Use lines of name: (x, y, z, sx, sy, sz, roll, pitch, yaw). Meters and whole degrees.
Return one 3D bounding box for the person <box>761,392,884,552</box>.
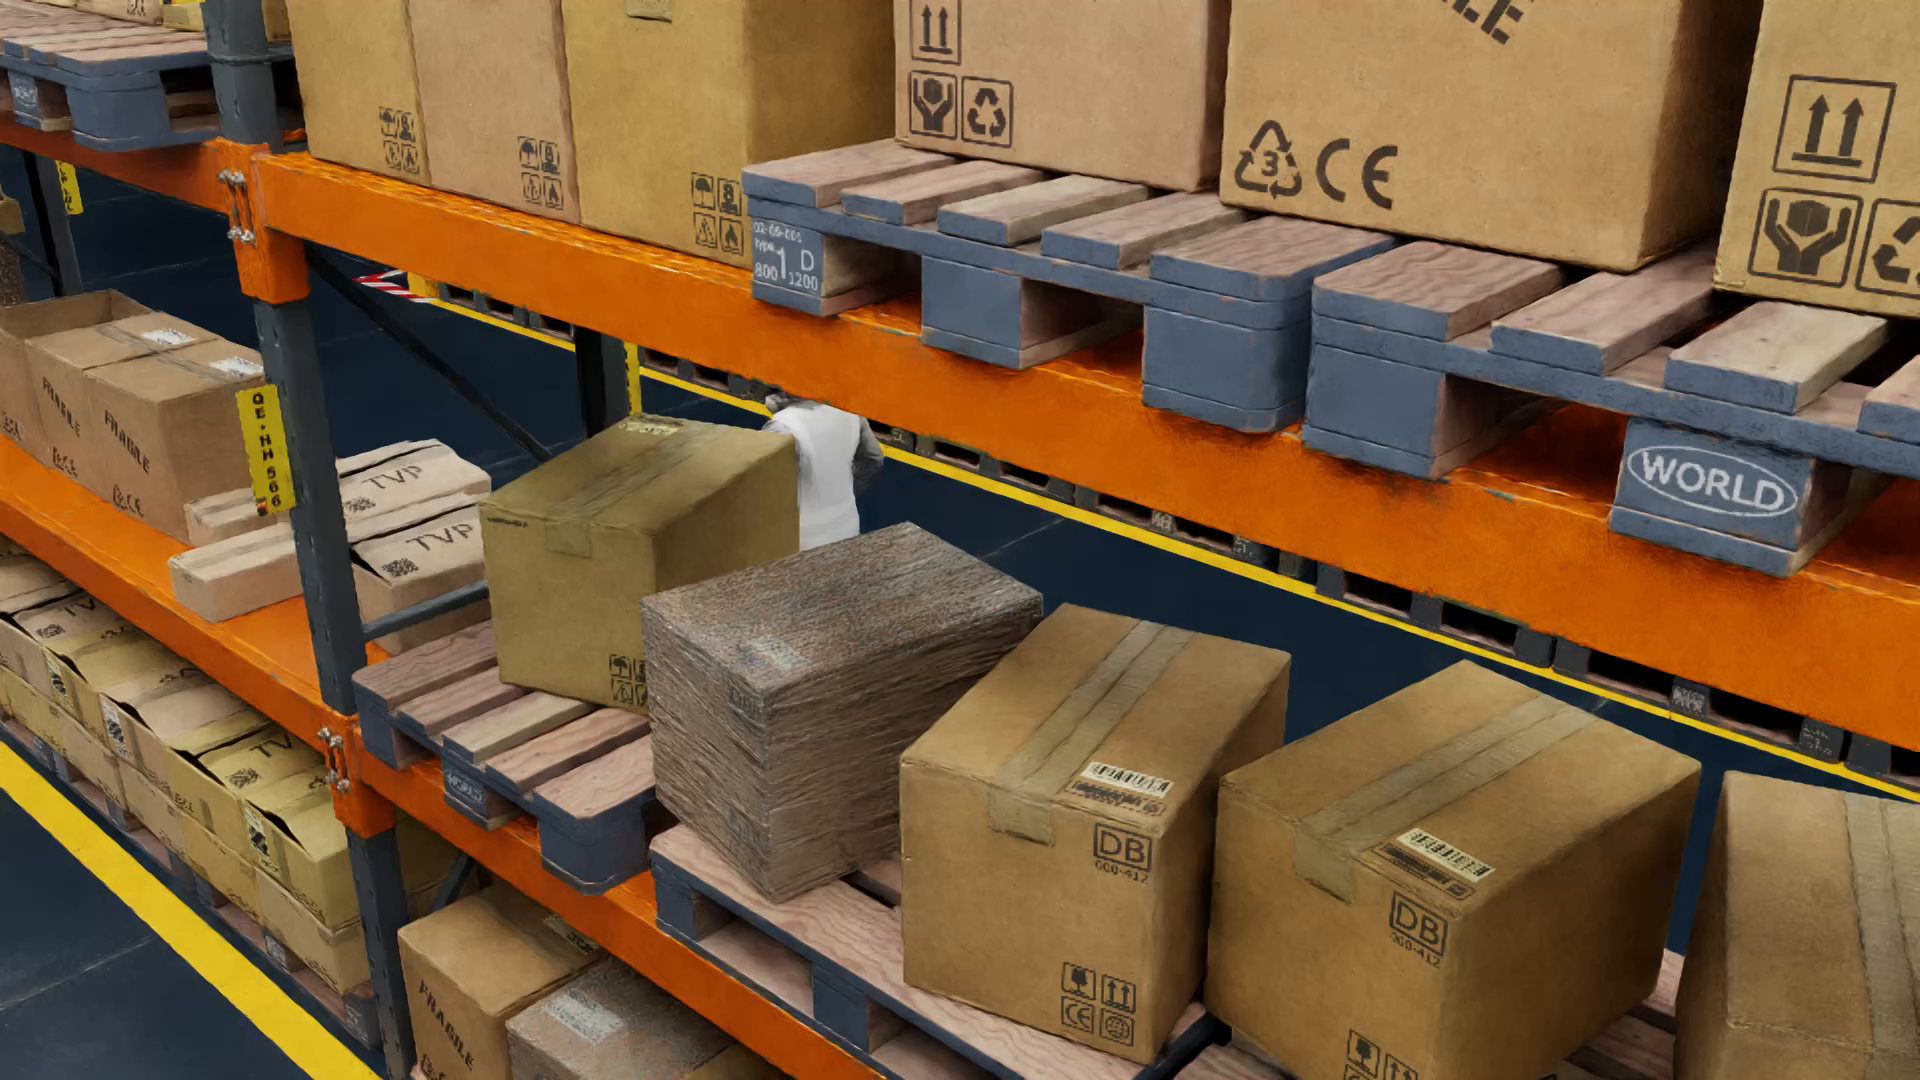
person: (-0.673, -0.012, 6.643, 0.507, 1.744, 0.702, 13, 27, 28)
